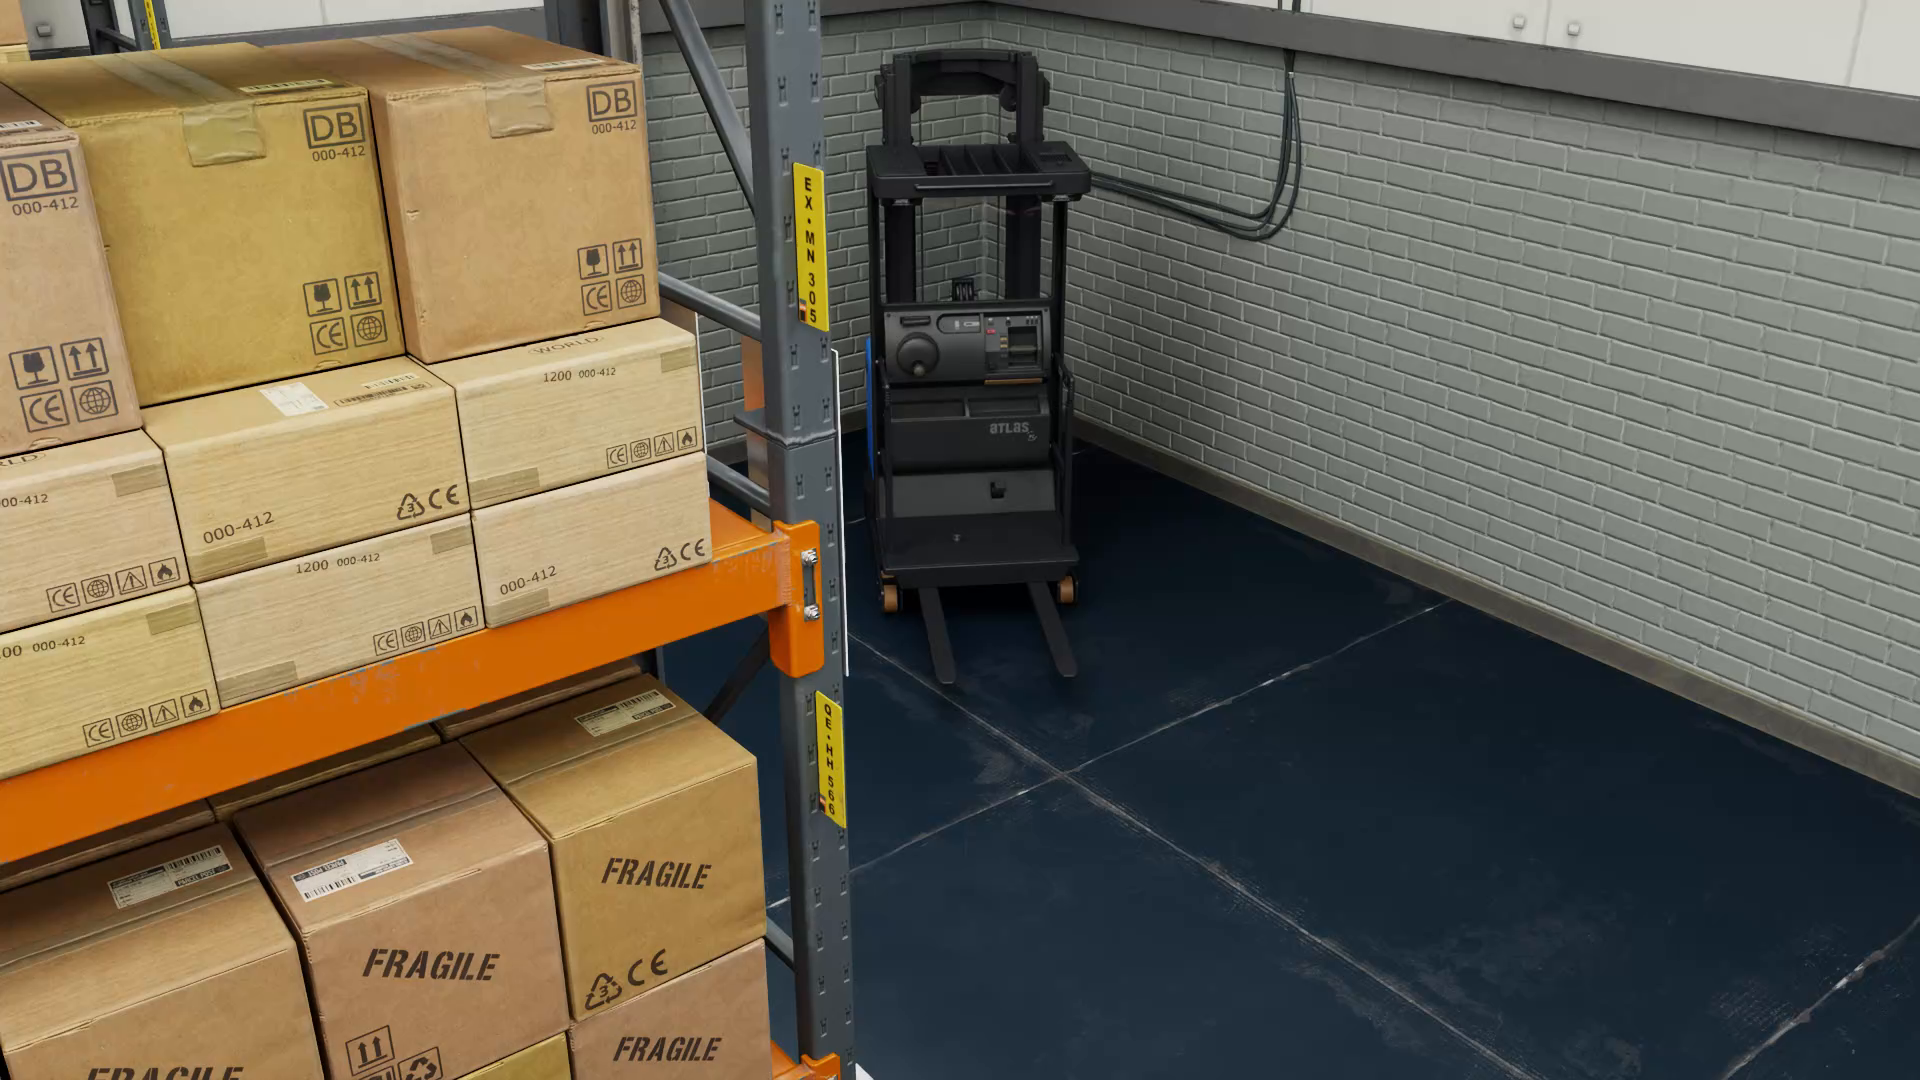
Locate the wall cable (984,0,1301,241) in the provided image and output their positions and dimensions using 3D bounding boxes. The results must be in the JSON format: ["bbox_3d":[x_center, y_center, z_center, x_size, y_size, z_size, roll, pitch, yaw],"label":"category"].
[{"bbox_3d":[0.987,-3.315,10.392,0.112,2.526,3.097,-18,31,-34],"label":"wall cable"}]

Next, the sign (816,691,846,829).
[{"bbox_3d":[-0.298,0.509,3.839,0.005,0.325,0.100,-18,31,-34],"label":"sign"}]

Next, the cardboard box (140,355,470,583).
[{"bbox_3d":[-1.265,-0.183,3.102,0.500,0.250,0.500,-18,31,-34],"label":"cardboard box"}]

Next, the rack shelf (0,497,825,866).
[{"bbox_3d":[-2.199,0.474,2.958,4.000,0.370,1.077,-18,31,-34],"label":"rack shelf"}]

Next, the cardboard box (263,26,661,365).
[{"bbox_3d":[-1.019,-0.732,3.395,0.500,0.500,0.700,-18,31,-34],"label":"cardboard box"}]

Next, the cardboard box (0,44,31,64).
[{"bbox_3d":[-4.097,-1.902,6.782,0.500,0.250,0.500,-17,30,-33],"label":"cardboard box"}]

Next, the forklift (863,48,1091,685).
[{"bbox_3d":[0.071,-1.069,9.072,1.130,2.935,3.031,-3,25,-6],"label":"forklift"}]

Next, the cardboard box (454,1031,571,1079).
[{"bbox_3d":[-1.215,1.286,3.798,0.500,0.500,0.500,-18,30,-34],"label":"cardboard box"}]

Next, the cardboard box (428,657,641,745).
[{"bbox_3d":[-1.137,0.517,4.265,0.500,0.500,0.500,-17,30,-33],"label":"cardboard box"}]

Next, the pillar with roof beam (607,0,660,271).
[{"bbox_3d":[0.563,-2.935,5.884,0.400,9.000,9.100,-18,31,-34],"label":"pillar with roof beam"}]

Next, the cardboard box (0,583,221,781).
[{"bbox_3d":[-1.652,0.177,2.920,0.500,0.250,0.500,-18,31,-34],"label":"cardboard box"}]

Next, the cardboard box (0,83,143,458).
[{"bbox_3d":[-1.792,-0.465,2.819,0.500,0.500,0.700,-18,31,-34],"label":"cardboard box"}]

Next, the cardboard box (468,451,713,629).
[{"bbox_3d":[-0.866,-0.083,3.481,0.500,0.250,0.500,-18,31,-34],"label":"cardboard box"}]

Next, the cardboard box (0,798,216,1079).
[{"bbox_3d":[-1.940,0.784,3.691,0.500,0.500,0.500,-18,30,-33],"label":"cardboard box"}]

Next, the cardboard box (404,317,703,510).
[{"bbox_3d":[-0.872,-0.313,3.382,0.500,0.250,0.500,-18,31,-34],"label":"cardboard box"}]

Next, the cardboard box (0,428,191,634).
[{"bbox_3d":[-1.661,-0.054,2.825,0.500,0.250,0.500,-18,31,-34],"label":"cardboard box"}]

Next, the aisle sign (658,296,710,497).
[{"bbox_3d":[-0.752,-0.306,4.258,0.004,0.787,0.394,-18,31,-34],"label":"aisle sign"}]

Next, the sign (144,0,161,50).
[{"bbox_3d":[-3.361,-2.195,6.895,0.005,0.325,0.100,-18,31,-34],"label":"sign"}]

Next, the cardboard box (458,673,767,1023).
[{"bbox_3d":[-0.805,0.696,3.880,0.500,0.500,0.500,-19,31,-34],"label":"cardboard box"}]

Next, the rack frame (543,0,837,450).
[{"bbox_3d":[-0.625,-1.733,3.294,0.127,3.000,1.000,-18,31,-34],"label":"rack frame"}]

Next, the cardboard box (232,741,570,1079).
[{"bbox_3d":[-1.202,0.828,3.597,0.500,0.500,0.500,-17,30,-33],"label":"cardboard box"}]

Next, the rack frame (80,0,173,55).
[{"bbox_3d":[-3.684,-3.373,6.828,0.127,3.000,1.000,-18,31,-34],"label":"rack frame"}]

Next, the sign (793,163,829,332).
[{"bbox_3d":[-0.298,-0.585,3.332,0.005,0.325,0.100,-18,31,-34],"label":"sign"}]

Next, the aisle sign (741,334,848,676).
[{"bbox_3d":[-0.382,-0.107,3.829,0.004,0.787,0.394,-18,31,-34],"label":"aisle sign"}]

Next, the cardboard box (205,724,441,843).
[{"bbox_3d":[-1.543,0.656,3.967,0.500,0.500,0.500,-18,30,-34],"label":"cardboard box"}]

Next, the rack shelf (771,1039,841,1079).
[{"bbox_3d":[-2.199,1.834,3.589,4.000,0.370,1.077,-18,31,-34],"label":"rack shelf"}]

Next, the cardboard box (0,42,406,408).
[{"bbox_3d":[-1.465,-0.630,3.175,0.500,0.500,0.700,-18,31,-34],"label":"cardboard box"}]

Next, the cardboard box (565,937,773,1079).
[{"bbox_3d":[-0.809,1.150,4.091,0.500,0.500,0.500,-17,30,-32],"label":"cardboard box"}]

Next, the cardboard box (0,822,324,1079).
[{"bbox_3d":[-1.607,0.964,3.303,0.500,0.500,0.500,-17,30,-33],"label":"cardboard box"}]

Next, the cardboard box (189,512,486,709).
[{"bbox_3d":[-1.267,0.043,3.209,0.500,0.250,0.500,-18,31,-34],"label":"cardboard box"}]

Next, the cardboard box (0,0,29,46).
[{"bbox_3d":[-4.092,-2.240,6.619,0.500,0.500,0.500,-18,31,-34],"label":"cardboard box"}]

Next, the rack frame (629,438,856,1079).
[{"bbox_3d":[-0.625,0.988,4.557,0.127,3.000,1.000,-18,31,-34],"label":"rack frame"}]
